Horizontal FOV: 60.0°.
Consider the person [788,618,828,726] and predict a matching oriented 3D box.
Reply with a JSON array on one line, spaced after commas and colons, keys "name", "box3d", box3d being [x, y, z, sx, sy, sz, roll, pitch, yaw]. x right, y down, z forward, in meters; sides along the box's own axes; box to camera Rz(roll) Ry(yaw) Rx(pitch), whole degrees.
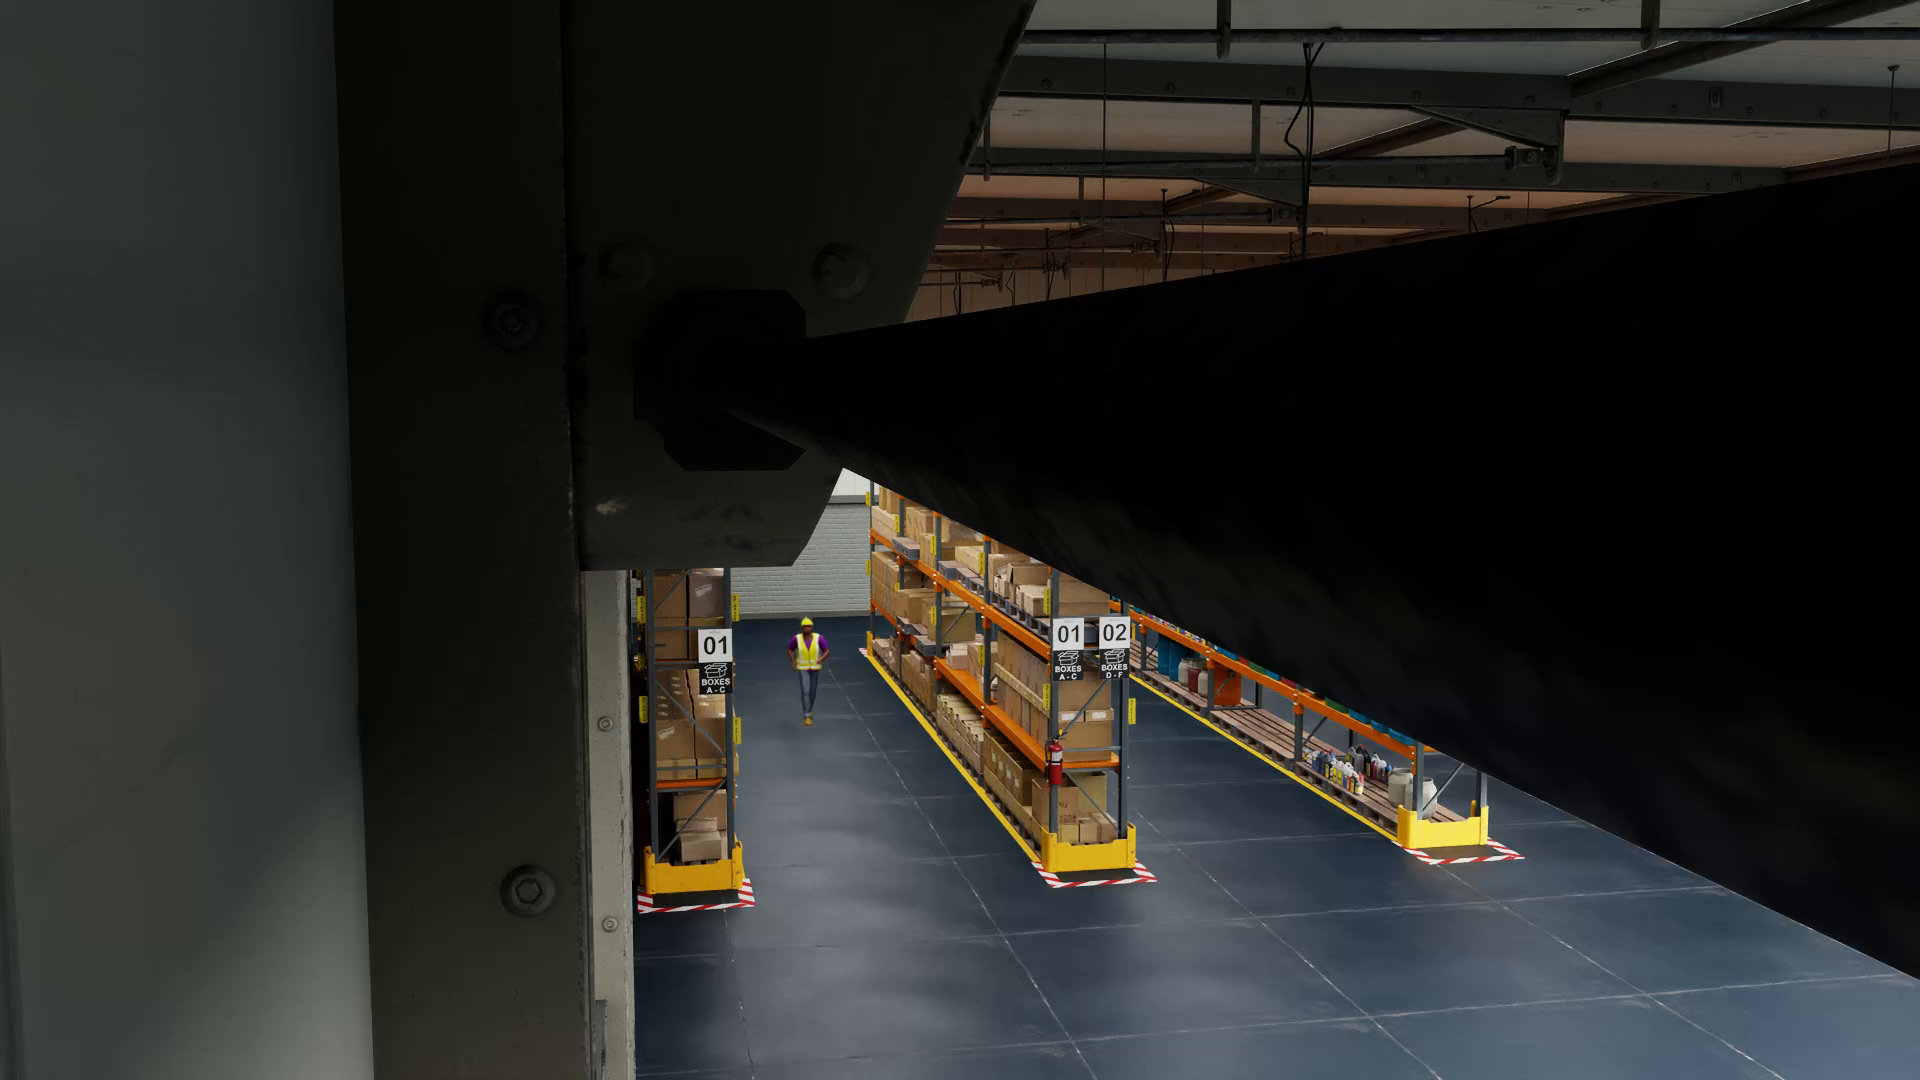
[{"name": "person", "box3d": [-2.563, 2.215, 28.225, 0.664, 1.803, 0.827, -1, 6, -12]}]
